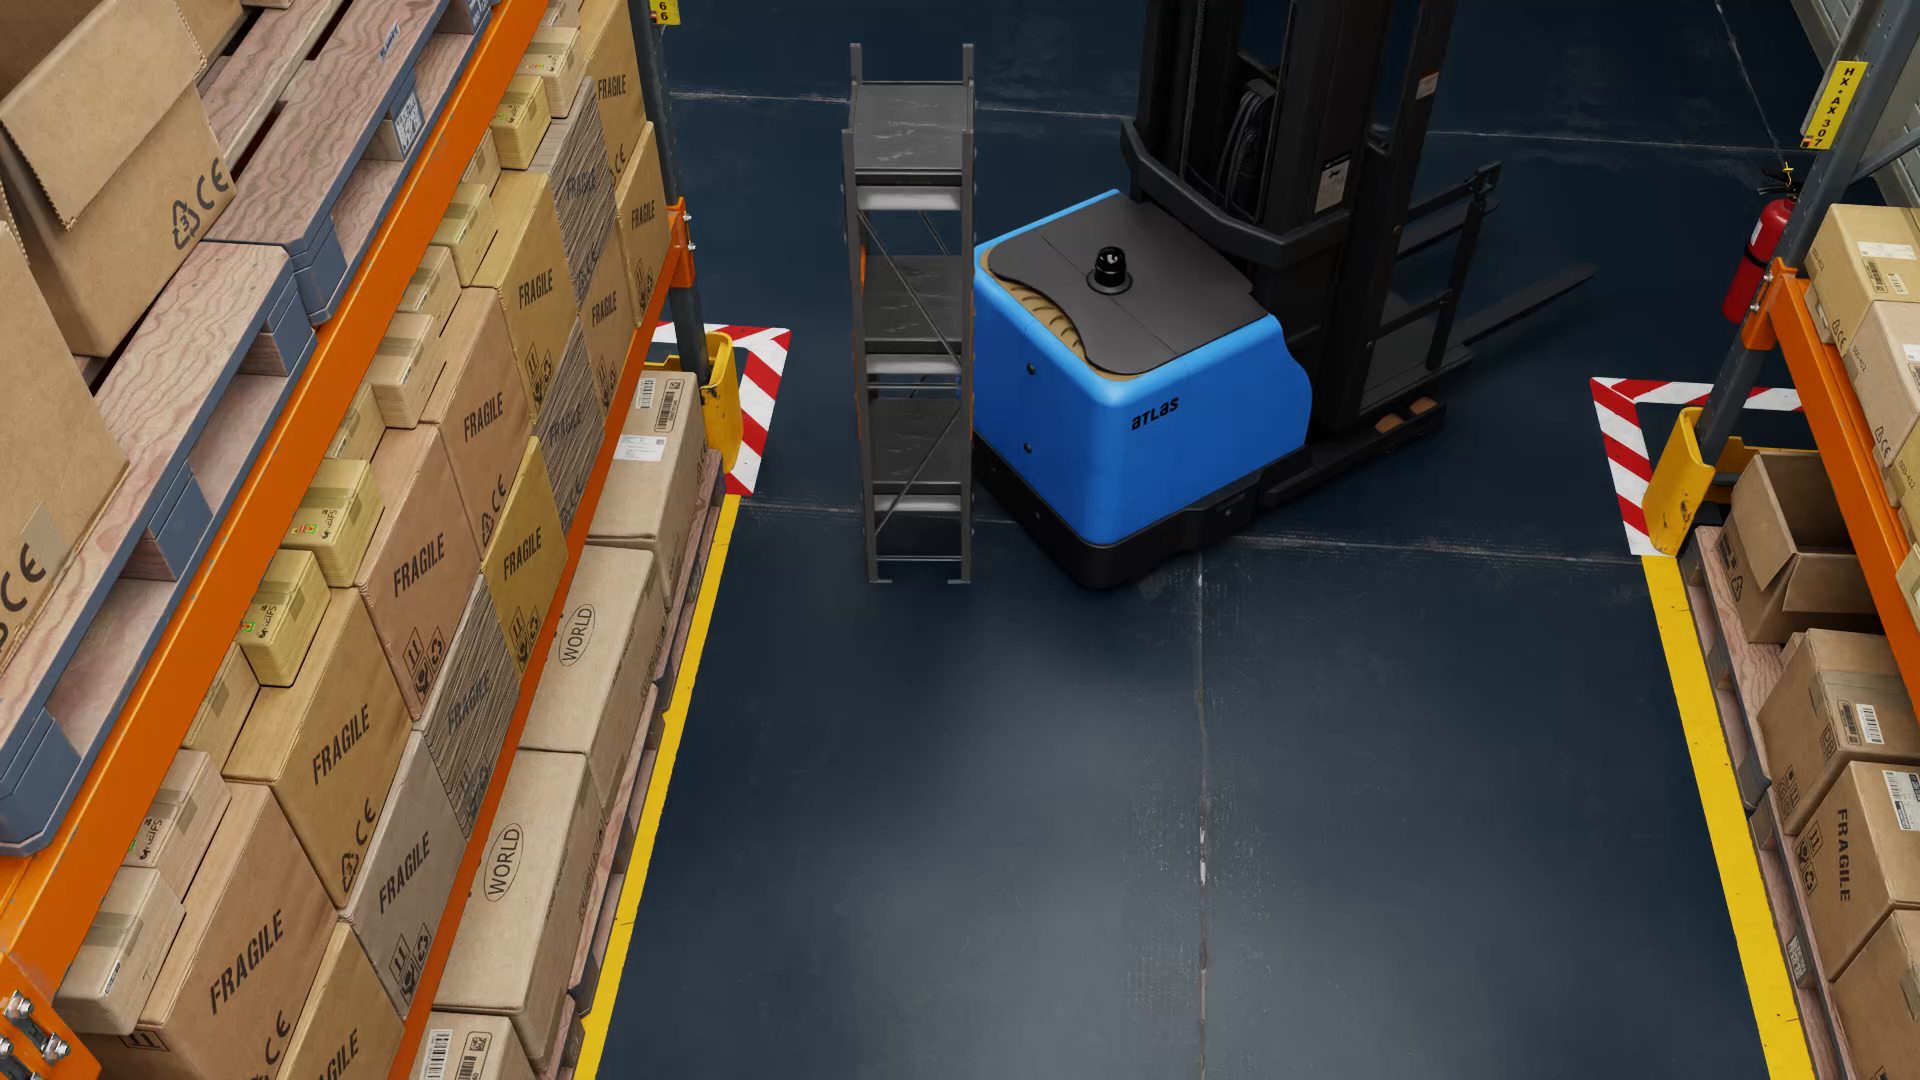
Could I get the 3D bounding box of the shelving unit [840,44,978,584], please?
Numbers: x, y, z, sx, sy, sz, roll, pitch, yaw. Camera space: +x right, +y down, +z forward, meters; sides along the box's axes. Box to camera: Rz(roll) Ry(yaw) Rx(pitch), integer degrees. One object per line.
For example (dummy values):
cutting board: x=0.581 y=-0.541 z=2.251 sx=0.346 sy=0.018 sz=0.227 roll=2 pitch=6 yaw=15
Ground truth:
shelving unit: x=-0.159 y=-0.719 z=6.010 sx=0.431 sy=2.100 sz=0.503 roll=0 pitch=48 yaw=0

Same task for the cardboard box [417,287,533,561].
cardboard box: x=-1.453 y=-0.310 z=4.281 sx=0.500 sy=0.500 sz=0.500 roll=4 pitch=48 yaw=3

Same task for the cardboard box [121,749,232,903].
cardboard box: x=-1.602 y=0.518 z=3.084 sx=0.380 sy=0.149 sz=0.250 roll=5 pitch=48 yaw=4

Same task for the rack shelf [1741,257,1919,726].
rack shelf: x=3.229 y=0.616 z=4.667 sx=1.077 sy=0.370 sz=4.000 roll=4 pitch=48 yaw=4

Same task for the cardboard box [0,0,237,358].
cardboard box: x=-1.806 y=-0.704 z=2.932 sx=0.797 sy=0.503 sz=0.637 roll=7 pitch=48 yaw=7

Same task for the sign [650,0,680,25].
sign: x=-0.993 y=-1.851 z=5.491 sx=0.100 sy=0.325 sz=0.005 roll=4 pitch=48 yaw=4

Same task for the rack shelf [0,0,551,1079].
rack shelf: x=-1.714 y=-0.775 z=3.810 sx=0.831 sy=0.071 sz=3.687 roll=4 pitch=48 yaw=4

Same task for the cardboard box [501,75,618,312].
cardboard box: x=-1.357 y=-1.042 z=4.951 sx=0.500 sy=0.500 sz=0.500 roll=4 pitch=48 yaw=4

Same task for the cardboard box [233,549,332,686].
cardboard box: x=-1.537 y=0.149 z=3.422 sx=0.380 sy=0.149 sz=0.250 roll=4 pitch=48 yaw=3

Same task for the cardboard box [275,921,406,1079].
cardboard box: x=-1.593 y=1.151 z=3.623 sx=0.500 sy=0.500 sz=0.500 roll=5 pitch=48 yaw=5

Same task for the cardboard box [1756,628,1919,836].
cardboard box: x=3.145 y=0.674 z=5.536 sx=0.700 sy=0.500 sz=0.500 roll=6 pitch=48 yaw=5

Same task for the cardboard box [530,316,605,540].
cardboard box: x=-1.410 y=-0.342 z=4.989 sx=0.500 sy=0.500 sz=0.500 roll=5 pitch=48 yaw=5

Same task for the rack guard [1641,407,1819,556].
rack guard: x=3.404 y=-0.197 z=6.617 sx=1.175 sy=0.500 sz=0.348 roll=4 pitch=48 yaw=4

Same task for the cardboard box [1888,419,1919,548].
cardboard box: x=3.013 y=-0.088 z=4.723 sx=0.500 sy=0.250 sz=0.500 roll=3 pitch=48 yaw=3

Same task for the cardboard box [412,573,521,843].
cardboard box: x=-1.491 y=0.417 z=4.294 sx=0.500 sy=0.500 sz=0.500 roll=4 pitch=48 yaw=4

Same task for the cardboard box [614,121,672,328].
cardboard box: x=-1.312 y=-1.089 z=5.671 sx=0.500 sy=0.500 sz=0.500 roll=4 pitch=48 yaw=4

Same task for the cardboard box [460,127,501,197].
cardboard box: x=-1.462 y=-0.987 z=4.461 sx=0.380 sy=0.149 sz=0.250 roll=3 pitch=48 yaw=3

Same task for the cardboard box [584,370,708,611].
cardboard box: x=-1.492 y=-0.213 z=6.389 sx=0.875 sy=0.438 sz=0.875 roll=2 pitch=48 yaw=2

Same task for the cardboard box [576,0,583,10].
cardboard box: x=-1.365 y=-1.740 z=5.150 sx=0.380 sy=0.149 sz=0.250 roll=4 pitch=48 yaw=4

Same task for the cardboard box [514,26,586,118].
cardboard box: x=-1.304 y=-1.357 z=4.799 sx=0.380 sy=0.149 sz=0.250 roll=3 pitch=48 yaw=3

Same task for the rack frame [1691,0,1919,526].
rack frame: x=3.411 y=-1.096 z=5.746 sx=1.000 sy=3.000 sz=0.127 roll=4 pitch=48 yaw=4

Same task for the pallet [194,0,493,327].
pallet: x=-1.698 y=-0.965 z=3.653 sx=1.003 sy=0.211 sz=1.213 roll=4 pitch=48 yaw=4

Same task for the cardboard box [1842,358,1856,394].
cardboard box: x=3.131 y=-0.598 z=5.461 sx=0.380 sy=0.149 sz=0.250 roll=5 pitch=48 yaw=4

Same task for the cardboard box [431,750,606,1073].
cardboard box: x=-1.651 y=1.123 z=5.168 sx=0.875 sy=0.438 sz=0.875 roll=3 pitch=48 yaw=2

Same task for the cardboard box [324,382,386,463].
cardboard box: x=-1.543 y=-0.235 z=3.773 sx=0.380 sy=0.149 sz=0.250 roll=4 pitch=48 yaw=3

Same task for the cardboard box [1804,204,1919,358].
cardboard box: x=3.102 y=-0.831 z=5.403 sx=0.500 sy=0.250 sz=0.500 roll=4 pitch=48 yaw=4

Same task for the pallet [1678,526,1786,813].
pallet: x=3.333 y=0.487 z=6.188 sx=1.003 sy=0.211 sz=1.213 roll=4 pitch=48 yaw=4

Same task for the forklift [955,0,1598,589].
forklift: x=1.480 y=-1.663 z=6.310 sx=3.031 sy=2.935 sz=1.130 roll=-26 pitch=53 yaw=-22

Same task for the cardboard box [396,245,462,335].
cardboard box: x=-1.469 y=-0.607 z=4.114 sx=0.380 sy=0.149 sz=0.250 roll=5 pitch=48 yaw=5

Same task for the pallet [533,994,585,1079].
pallet: x=-1.749 y=1.900 z=4.895 sx=1.003 sy=0.211 sz=1.213 roll=4 pitch=48 yaw=4

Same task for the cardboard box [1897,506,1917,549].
cardboard box: x=3.039 y=-0.026 z=4.937 sx=0.380 sy=0.149 sz=0.250 roll=5 pitch=48 yaw=4

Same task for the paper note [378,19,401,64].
paper note: x=-1.144 y=-1.000 z=3.338 sx=0.006 sy=0.032 sz=0.123 roll=4 pitch=48 yaw=4

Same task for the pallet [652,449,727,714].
pallet: x=-1.527 y=0.107 z=6.535 sx=1.003 sy=0.211 sz=1.213 roll=4 pitch=48 yaw=4

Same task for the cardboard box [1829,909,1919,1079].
cardboard box: x=3.050 y=1.437 z=4.838 sx=0.700 sy=0.500 sz=0.500 roll=2 pitch=48 yaw=2

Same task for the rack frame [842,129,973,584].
rack frame: x=-0.161 y=-0.538 z=5.845 sx=0.400 sy=2.100 sz=0.015 roll=0 pitch=48 yaw=0

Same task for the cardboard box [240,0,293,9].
cardboard box: x=-1.718 y=-1.488 z=3.780 sx=0.500 sy=0.311 sz=0.500 roll=5 pitch=48 yaw=4

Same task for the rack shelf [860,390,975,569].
rack shelf: x=-0.159 y=-0.237 z=6.537 sx=0.431 sy=0.518 sz=0.480 roll=0 pitch=48 yaw=0

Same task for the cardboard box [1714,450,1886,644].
cardboard box: x=3.261 y=0.048 z=6.107 sx=0.797 sy=0.503 sz=0.637 roll=2 pitch=48 yaw=2

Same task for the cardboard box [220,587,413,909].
cardboard box: x=-1.560 y=0.436 z=3.599 sx=0.500 sy=0.500 sz=0.500 roll=3 pitch=48 yaw=3
